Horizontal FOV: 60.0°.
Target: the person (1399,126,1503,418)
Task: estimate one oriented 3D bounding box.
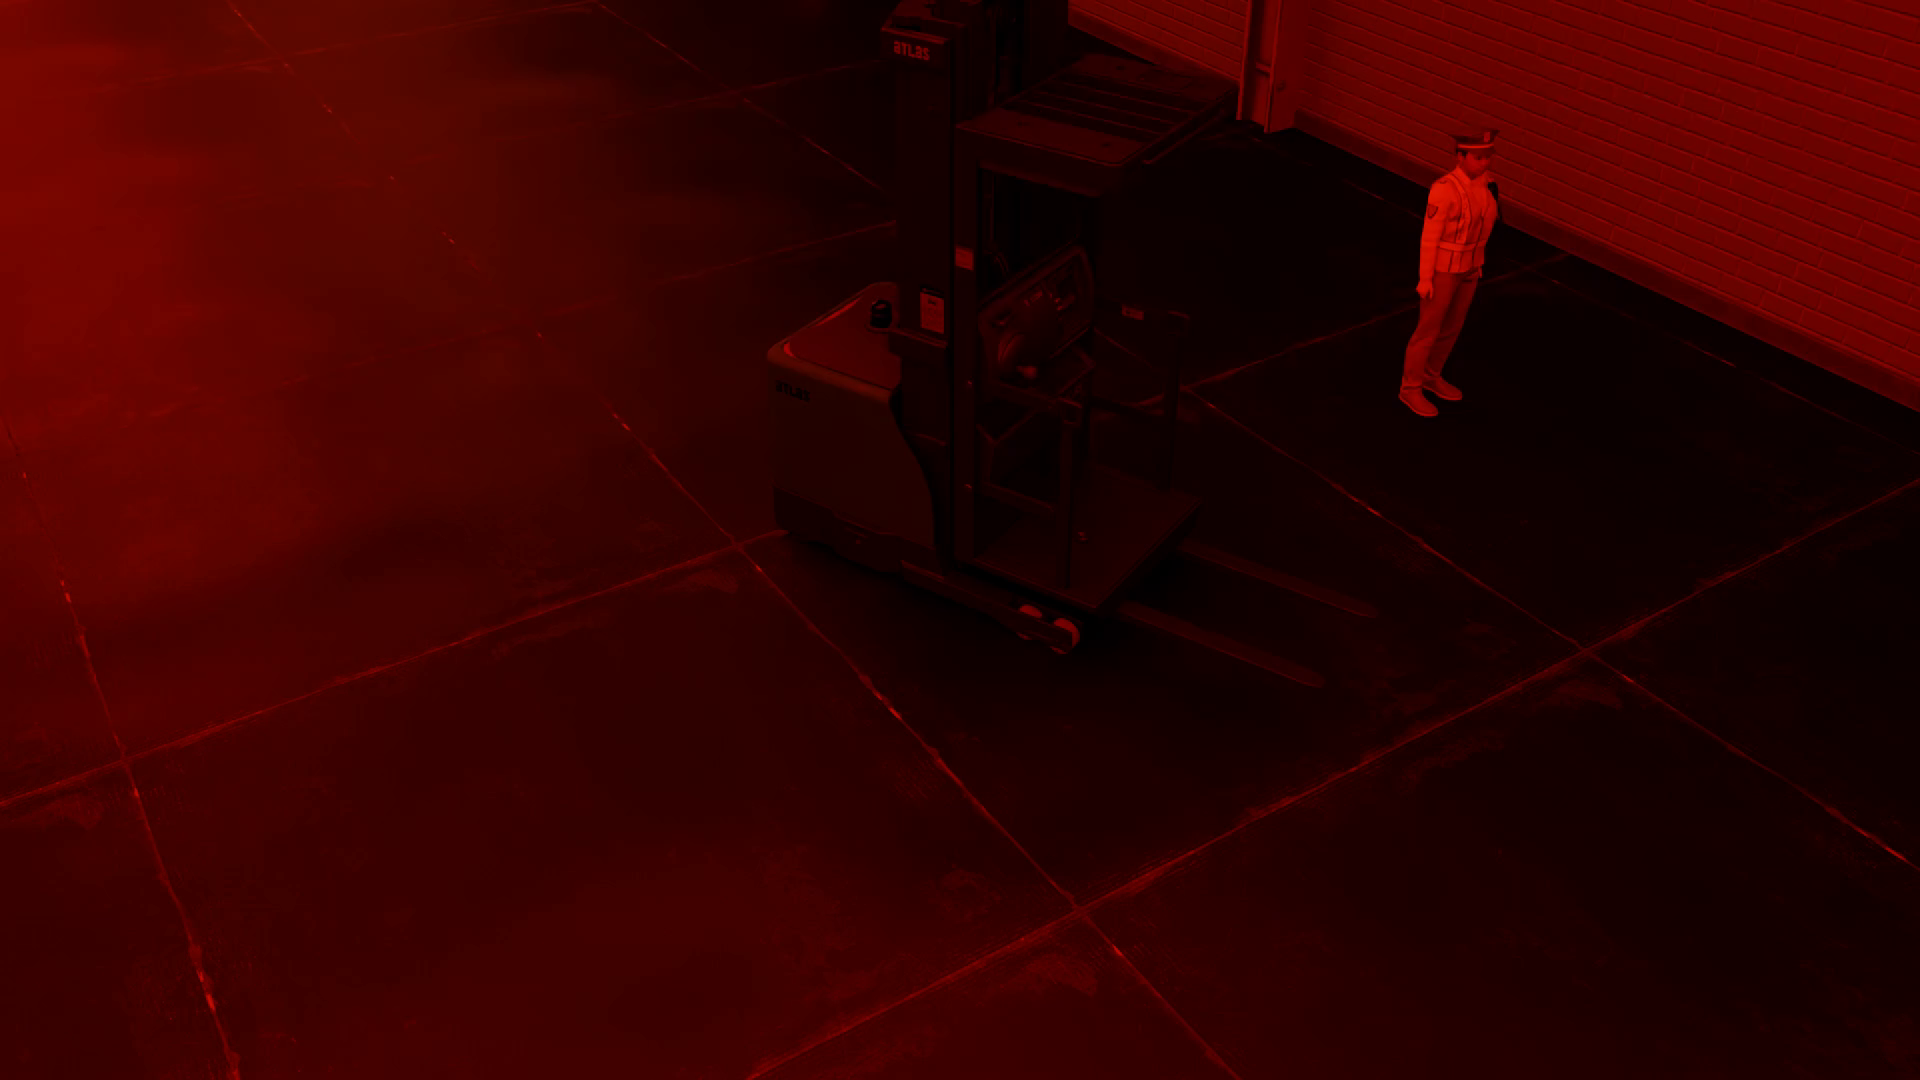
[{"bbox_3d":[2.798,-1.532,9.415,0.504,1.688,0.343,-24,42,-30],"label":"person"}]

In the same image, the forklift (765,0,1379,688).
[{"bbox_3d":[0.532,-1.007,7.580,3.031,2.935,1.130,21,40,27],"label":"forklift"}]
